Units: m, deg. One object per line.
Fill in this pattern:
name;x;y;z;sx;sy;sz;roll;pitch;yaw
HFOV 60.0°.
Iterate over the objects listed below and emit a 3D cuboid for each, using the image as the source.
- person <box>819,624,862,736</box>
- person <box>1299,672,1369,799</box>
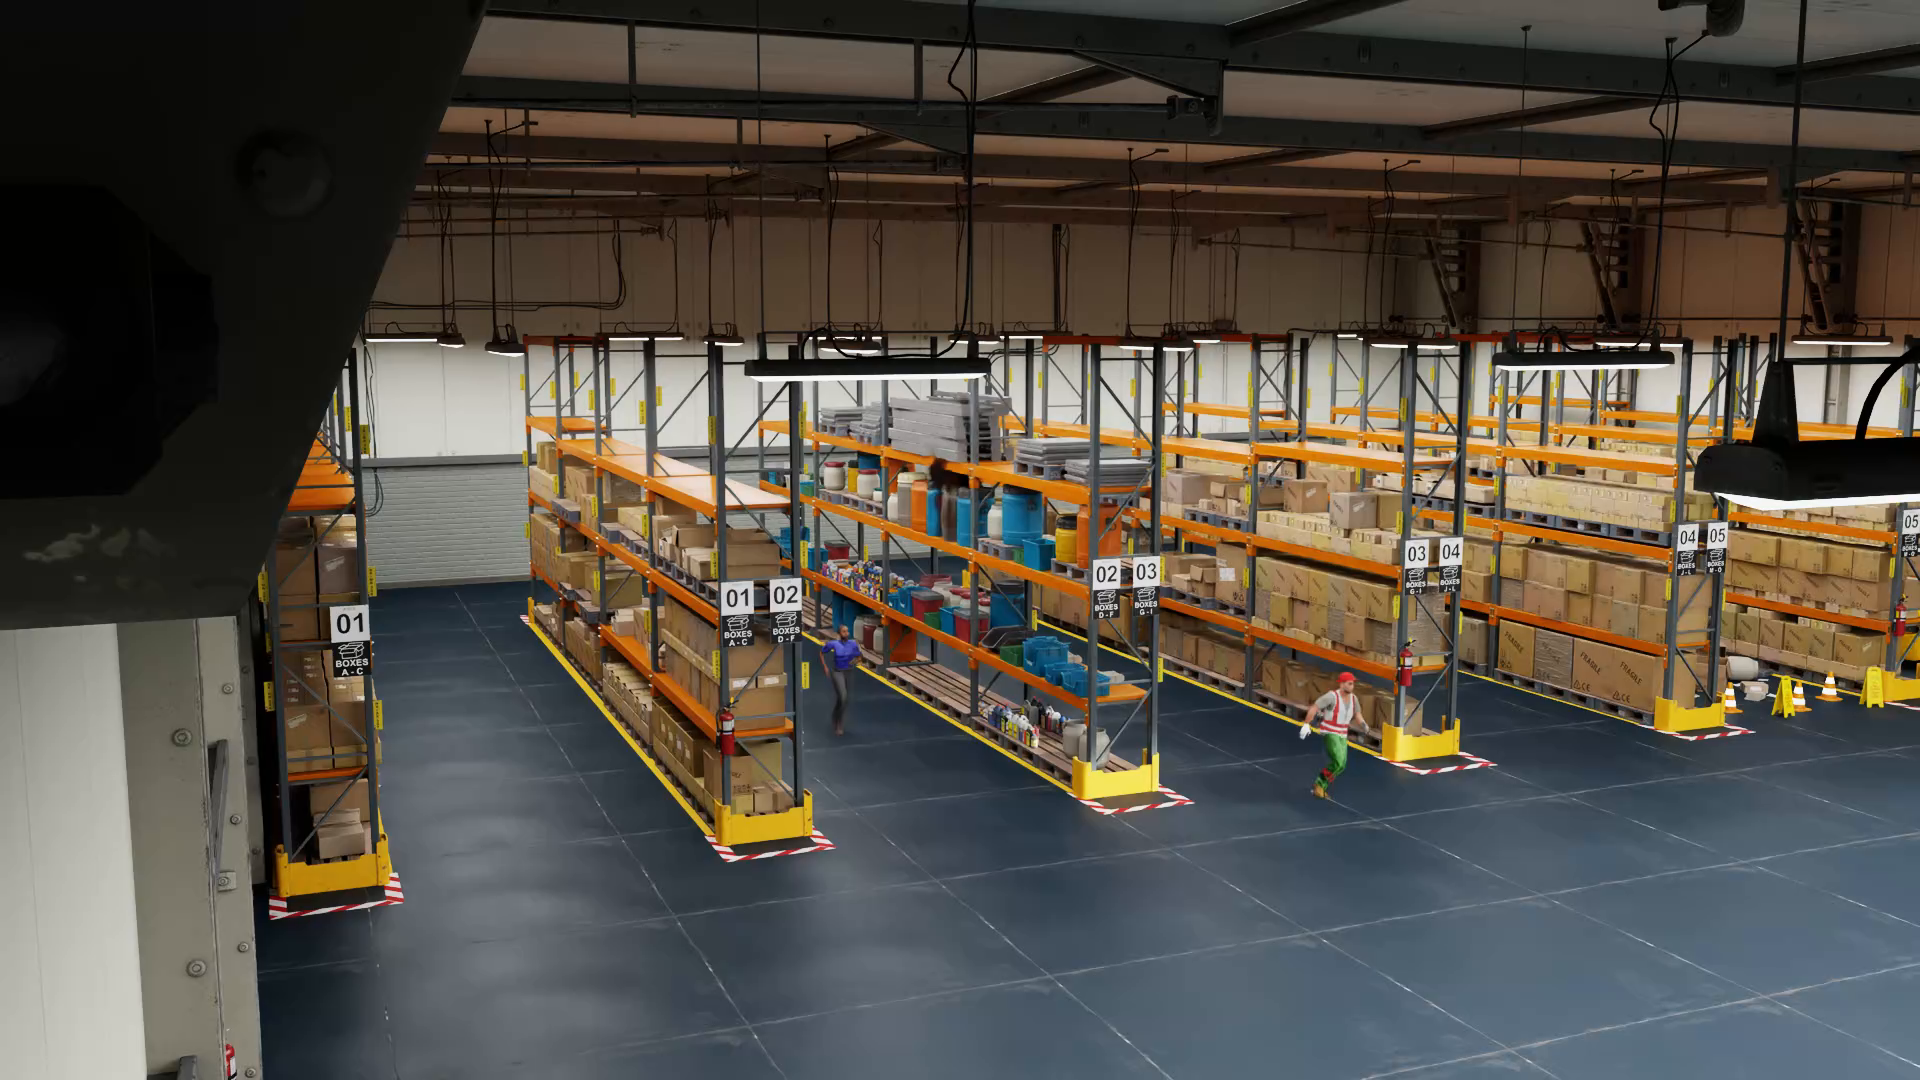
person;-1.824;2.121;25.603;0.581;1.671;0.677;-4;9;-29
person;5.019;2.599;22.005;0.848;1.703;0.689;-7;10;-41
